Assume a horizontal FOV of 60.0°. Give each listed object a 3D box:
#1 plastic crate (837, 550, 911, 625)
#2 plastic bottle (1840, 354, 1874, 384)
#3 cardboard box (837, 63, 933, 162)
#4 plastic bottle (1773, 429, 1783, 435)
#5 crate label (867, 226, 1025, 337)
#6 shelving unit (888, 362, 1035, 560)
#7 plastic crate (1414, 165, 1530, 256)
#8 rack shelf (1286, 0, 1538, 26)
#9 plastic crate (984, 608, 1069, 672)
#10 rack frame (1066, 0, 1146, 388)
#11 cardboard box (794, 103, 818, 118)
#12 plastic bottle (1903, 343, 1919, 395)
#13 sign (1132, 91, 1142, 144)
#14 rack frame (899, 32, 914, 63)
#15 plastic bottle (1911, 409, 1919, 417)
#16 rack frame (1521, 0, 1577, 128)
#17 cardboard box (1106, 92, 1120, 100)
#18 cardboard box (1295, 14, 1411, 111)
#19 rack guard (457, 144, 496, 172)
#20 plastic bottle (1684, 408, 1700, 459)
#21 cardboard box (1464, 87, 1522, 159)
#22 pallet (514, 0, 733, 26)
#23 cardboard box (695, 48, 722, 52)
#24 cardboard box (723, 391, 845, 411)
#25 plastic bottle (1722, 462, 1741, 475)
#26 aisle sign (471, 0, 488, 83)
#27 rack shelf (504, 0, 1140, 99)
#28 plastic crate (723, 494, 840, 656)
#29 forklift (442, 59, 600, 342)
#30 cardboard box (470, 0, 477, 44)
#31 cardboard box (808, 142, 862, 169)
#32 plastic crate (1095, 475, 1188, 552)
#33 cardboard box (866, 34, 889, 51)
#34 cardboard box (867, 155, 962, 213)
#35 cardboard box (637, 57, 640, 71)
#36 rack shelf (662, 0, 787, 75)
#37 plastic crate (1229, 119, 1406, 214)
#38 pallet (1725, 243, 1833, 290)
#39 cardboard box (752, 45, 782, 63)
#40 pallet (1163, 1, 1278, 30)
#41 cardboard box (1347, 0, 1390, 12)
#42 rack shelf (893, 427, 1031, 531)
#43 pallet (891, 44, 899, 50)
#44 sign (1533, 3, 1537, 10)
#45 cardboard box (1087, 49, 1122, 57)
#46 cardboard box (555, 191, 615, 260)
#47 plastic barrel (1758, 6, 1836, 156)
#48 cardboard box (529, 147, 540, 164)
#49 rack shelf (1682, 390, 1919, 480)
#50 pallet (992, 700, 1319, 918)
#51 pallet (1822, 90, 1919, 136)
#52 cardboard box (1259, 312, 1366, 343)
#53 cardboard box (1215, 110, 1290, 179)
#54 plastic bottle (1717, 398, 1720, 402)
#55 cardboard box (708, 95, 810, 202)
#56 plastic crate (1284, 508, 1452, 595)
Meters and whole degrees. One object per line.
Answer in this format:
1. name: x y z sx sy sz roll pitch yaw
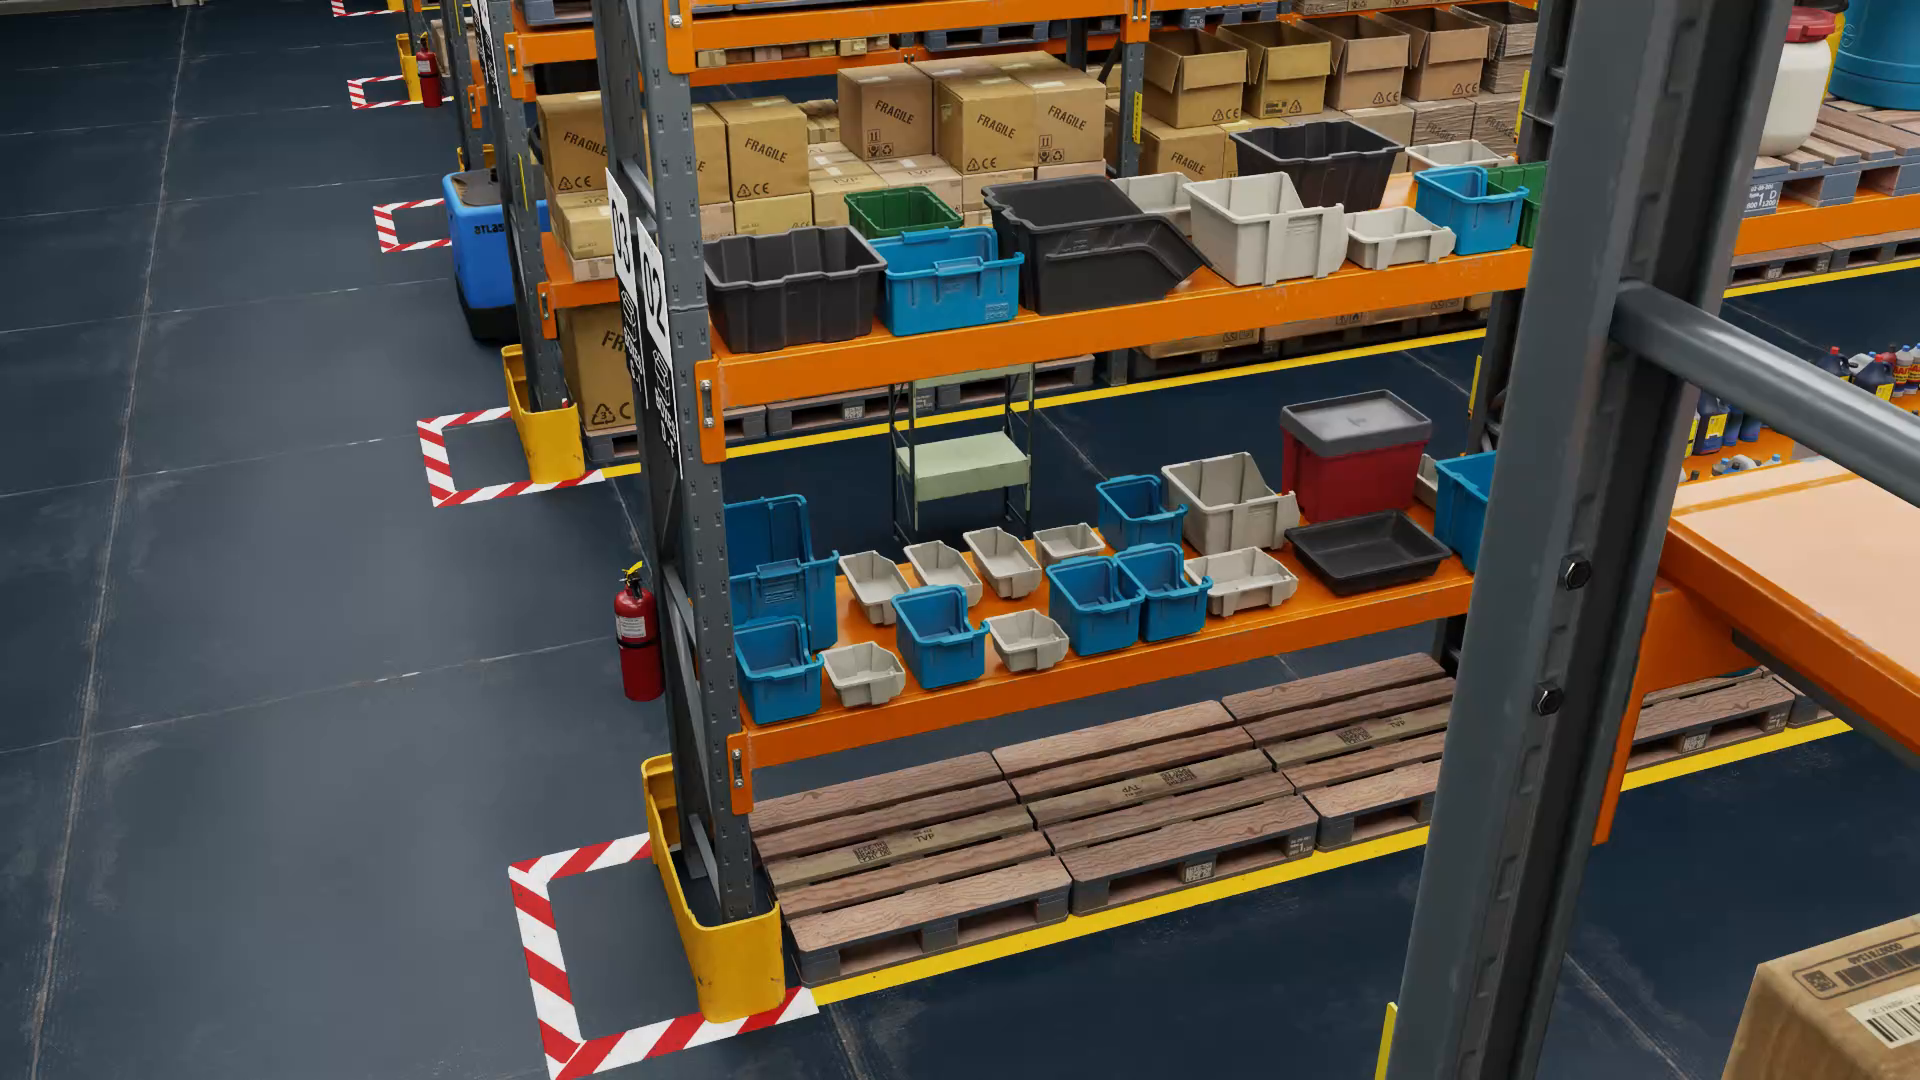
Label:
1. plastic crate: -0.340 0.204 6.918 0.243 0.136 0.396 -10 31 -18
2. plastic bottle: 4.638 -0.823 8.640 0.135 0.276 0.152 -10 31 -18
3. cardboard box: -0.508 -2.901 11.255 0.500 0.500 0.500 -11 32 -19
4. plastic bottle: 4.184 -0.671 8.379 0.097 0.271 0.097 0 30 0
5. crate label: -0.064 -0.908 5.784 0.502 0.251 0.408 -10 31 -18
6. shelving unit: 0.006 -0.653 9.731 0.755 1.500 0.431 -10 31 -18
7. plastic crate: 1.965 -1.276 6.449 0.300 0.233 0.416 -10 31 -18
8. rack shelf: 4.969 -5.690 17.785 4.000 0.370 1.077 -10 31 -18
9. plastic crate: 0.270 0.405 6.566 0.298 0.136 0.250 -10 31 -18
10. rack frame: 0.980 -2.648 11.719 0.127 3.000 1.000 -10 31 -18
11. cardboard box: -1.548 -4.119 16.156 0.250 0.149 0.380 -11 31 -18
12. plastic bottle: 5.045 -0.910 8.798 0.097 0.271 0.097 0 30 0
13. sign: 1.175 -2.802 11.033 0.005 0.325 0.100 -10 31 -18
14. rack frame: -0.654 -4.967 15.789 0.127 3.000 1.000 -10 31 -18
15. plastic bottle: 4.610 -0.505 8.087 0.097 0.271 0.097 0 30 0
16. rack frame: 2.707 -2.957 6.200 0.127 3.000 1.000 -10 31 -18
17. cardboard box: 1.591 -4.332 16.775 0.500 0.500 0.500 -12 32 -20
18. cardboard box: 2.800 -3.469 12.046 0.637 0.503 0.797 -9 31 -16
19. rack guard: -4.332 -3.204 15.219 0.348 0.500 1.175 -10 31 -18
20. plastic bottle: 3.505 -0.573 8.125 0.185 0.351 0.144 -10 31 -18
21. cardboard box: 3.884 -3.099 12.408 0.500 0.500 0.500 -11 31 -18
22. pallet: -2.077 -3.356 10.020 1.213 0.211 1.003 -10 31 -18
23. cardboard box: -2.454 -4.672 14.870 0.500 0.500 0.500 -11 32 -19
24. cardboard box: -1.344 -1.522 11.464 0.875 0.875 0.875 -10 31 -18
25. plastic bottle: 3.518 -0.228 7.601 0.097 0.271 0.097 0 30 0
26. aisle sign: -2.941 -3.214 10.086 0.004 0.787 0.394 -10 31 -18
27. rack shelf: -0.894 -3.294 10.548 4.000 0.370 1.077 -10 31 -18
28. plastic crate: -0.793 0.154 6.704 0.499 0.435 0.616 -10 31 -18
29. forklift: -2.471 -3.242 12.830 3.031 2.935 1.130 -11 32 -19
30. cardboard box: -4.072 -4.646 14.824 0.500 0.500 0.500 -10 31 -17
31. cardboard box: -0.968 -2.496 11.302 0.500 0.250 0.500 -10 31 -18
32. plastic crate: 0.794 -0.087 7.331 0.300 0.233 0.416 -10 31 -18
33. cardboard box: -0.841 -4.700 15.574 0.250 0.149 0.380 -11 31 -18
34. cardboard box: -0.304 -2.336 11.021 0.500 0.250 0.500 -10 31 -17
35. cardboard box: -3.033 -4.300 14.871 0.250 0.149 0.380 -11 31 -18
36. rack shelf: 0.833 -2.125 5.872 4.000 0.370 1.077 -10 31 -18
37. plastic crate: 1.448 -1.510 6.822 0.590 0.269 0.497 -10 31 -18
38. pallet: 6.604 -2.470 14.223 1.213 0.211 1.003 -10 31 -18
39. cardboard box: -1.810 -4.493 15.210 0.250 0.149 0.380 -12 32 -20
40. pallet: 2.464 -5.402 16.745 1.003 0.211 1.213 -10 31 -18
41. cardboard box: 4.085 -5.742 17.048 0.500 0.500 0.500 -11 31 -18
42. rack shelf: 0.006 -0.370 9.893 0.720 0.370 0.431 -10 31 -18
43. pallet: -0.633 -6.415 21.147 1.213 0.211 1.003 -10 31 -18
44. sign: 4.531 -4.058 13.103 0.005 0.325 0.100 -10 31 -18
45. cardboard box: 1.420 -4.906 17.025 0.500 0.250 0.500 -10 31 -17
46. cardboard box: -2.225 -1.980 10.396 0.500 0.250 0.500 -11 32 -19
47. plastic barrel: 3.288 -1.870 6.761 0.433 0.535 0.433 0 30 0
48. cardboard box: -3.794 -3.412 14.913 0.250 0.149 0.380 -12 32 -20
49. rack shelf: 4.582 -0.383 8.470 4.000 0.370 1.077 -10 31 -18
50. pallet: 0.886 1.219 7.748 1.213 0.211 1.003 -10 31 -18
51. pallet: 4.470 -1.949 7.653 1.213 0.211 1.003 -10 31 -18
52. cardboard box: 2.410 -2.182 12.623 0.875 0.875 1.225 -12 32 -19
53. cardboard box: 1.969 -2.742 11.783 0.500 0.500 0.500 -10 31 -18
54. plastic bottle: 3.779 -0.665 8.362 0.135 0.276 0.152 -10 31 -18
55. cardboard box: -1.273 -2.484 10.524 0.500 0.500 0.500 -11 32 -19
56. plastic crate: 1.752 0.061 7.181 0.590 0.125 0.437 -10 31 -18
